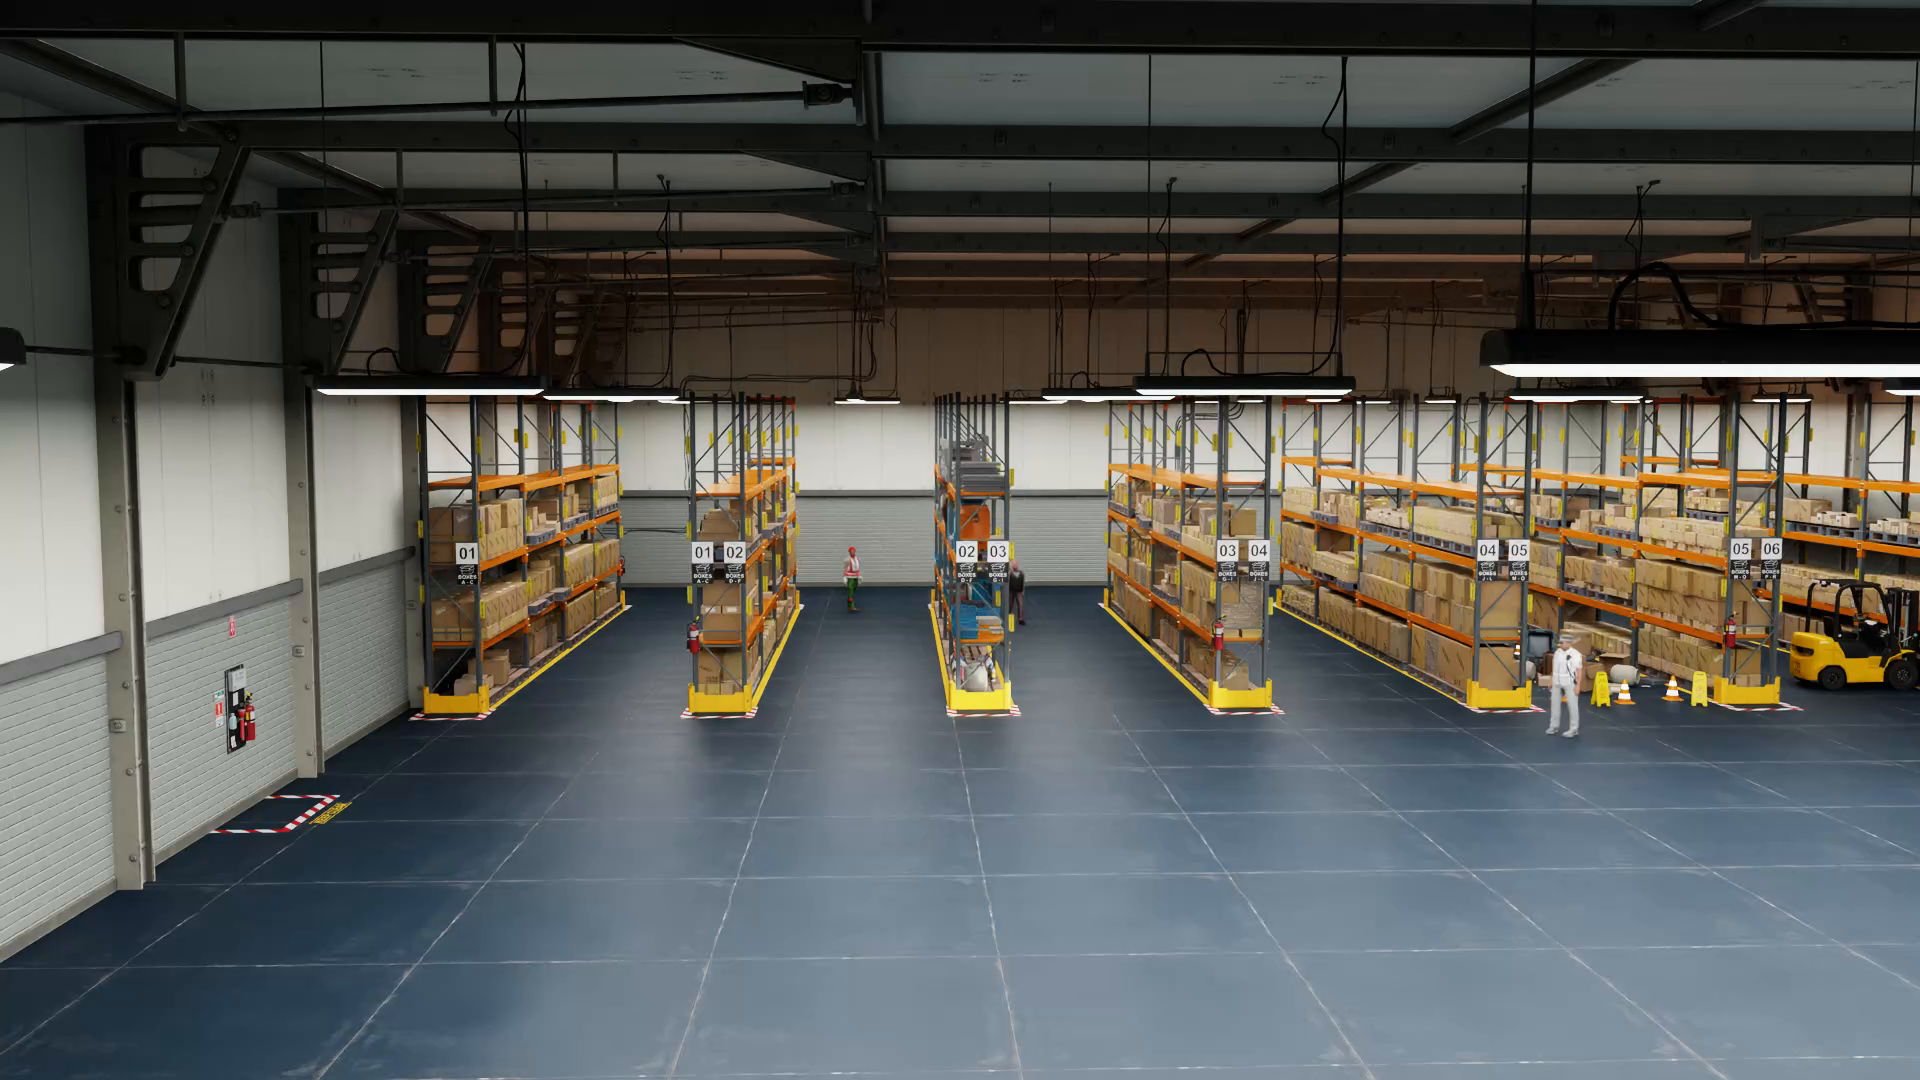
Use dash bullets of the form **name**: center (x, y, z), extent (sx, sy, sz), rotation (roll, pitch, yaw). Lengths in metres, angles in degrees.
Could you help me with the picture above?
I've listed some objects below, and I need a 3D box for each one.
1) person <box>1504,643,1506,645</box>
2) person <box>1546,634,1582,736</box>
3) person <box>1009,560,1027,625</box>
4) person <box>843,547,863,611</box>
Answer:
- **person**: center (12.537, 1.742, 38.744), extent (0.416, 1.774, 0.566), rotation (2, 5, 27)
- **person**: center (10.531, 2.513, 29.012), extent (0.464, 1.755, 0.596), rotation (-4, 6, -42)
- **person**: center (1.465, 1.376, 43.738), extent (0.614, 1.686, 0.942), rotation (-2, 5, -21)
- **person**: center (-2.964, 1.084, 46.807), extent (0.582, 1.795, 0.566), rotation (4, 6, 37)
